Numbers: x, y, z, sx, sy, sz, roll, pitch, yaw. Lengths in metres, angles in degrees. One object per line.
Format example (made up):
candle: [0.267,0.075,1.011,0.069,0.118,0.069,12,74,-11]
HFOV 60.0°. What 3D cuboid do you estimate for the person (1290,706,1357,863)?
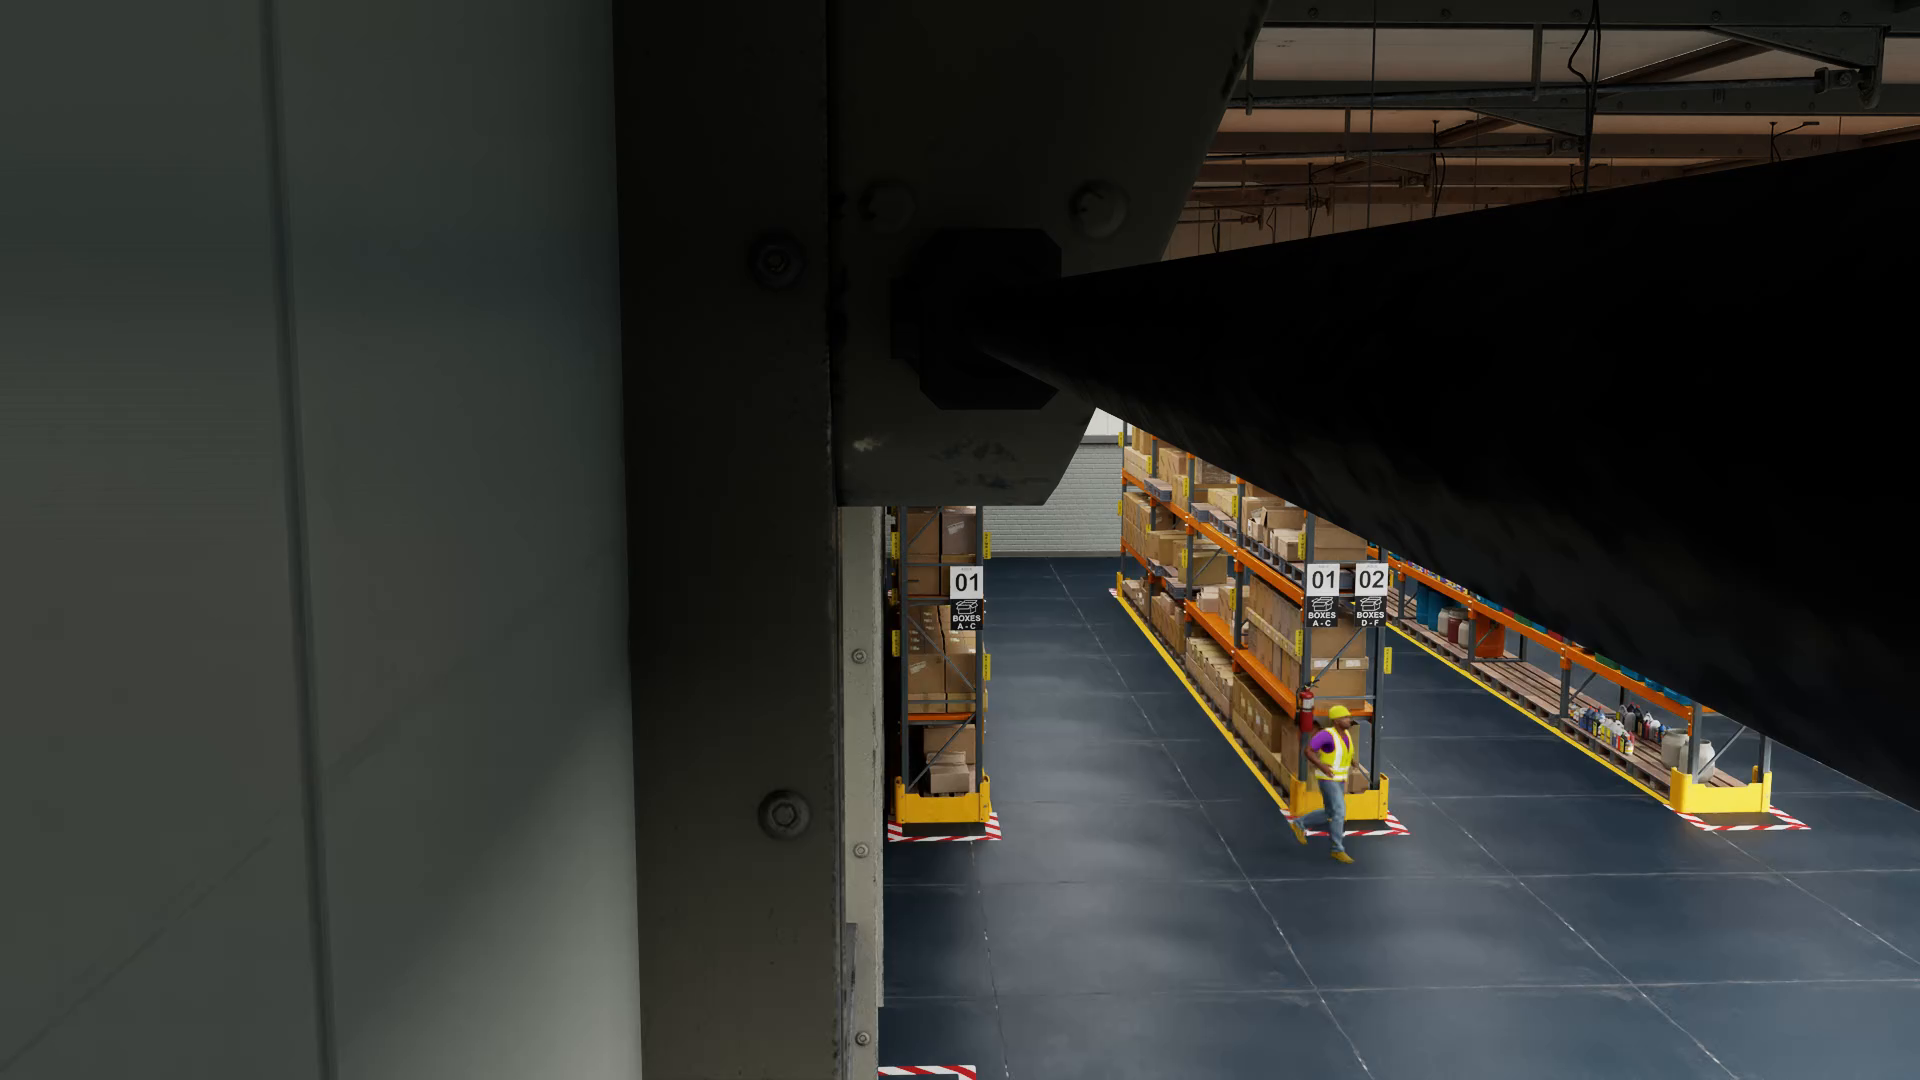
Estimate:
person: [4.315,2.783,19.343,0.881,1.754,0.735,7,11,41]
